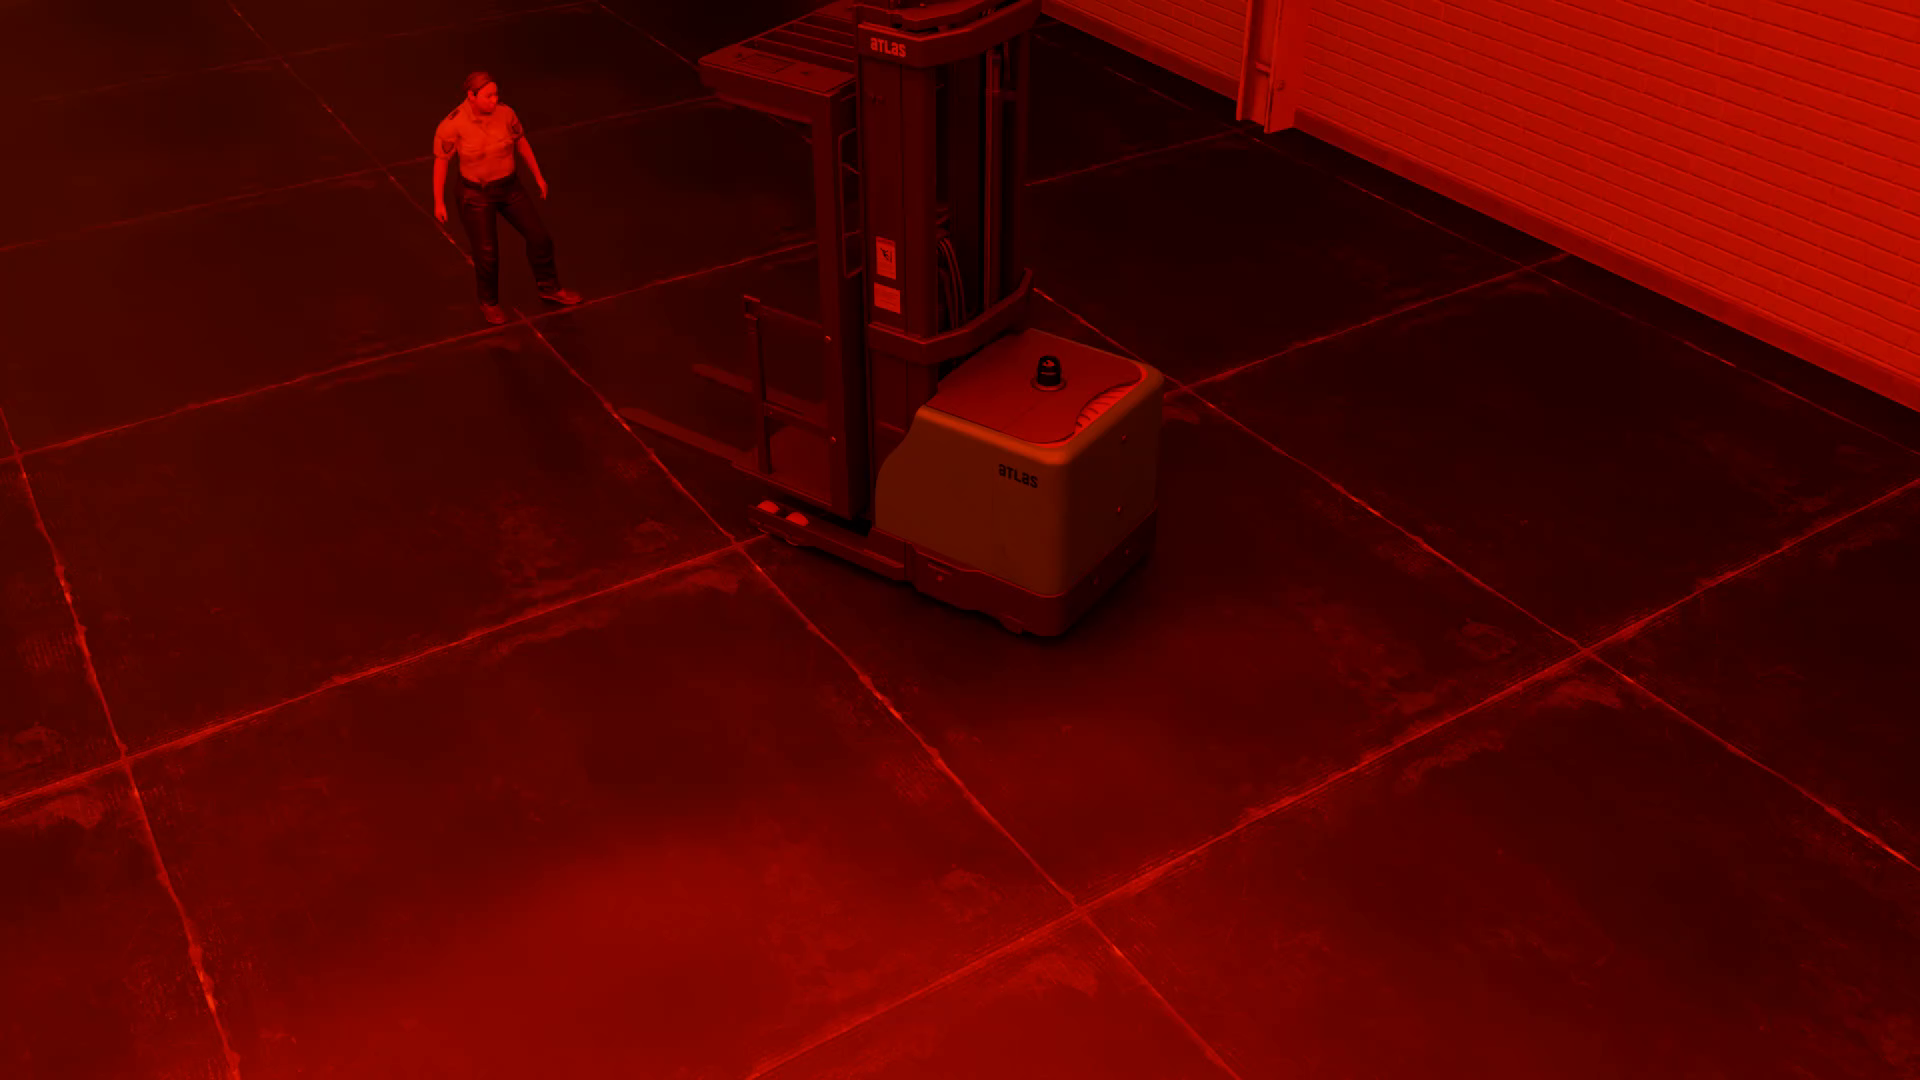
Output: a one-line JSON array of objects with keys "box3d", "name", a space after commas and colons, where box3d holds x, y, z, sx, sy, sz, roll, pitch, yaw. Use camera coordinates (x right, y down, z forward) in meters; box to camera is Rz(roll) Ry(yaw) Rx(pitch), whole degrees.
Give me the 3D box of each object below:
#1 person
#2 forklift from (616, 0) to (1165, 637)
[{"box3d": [-2.876, -2.153, 10.370, 0.797, 1.609, 0.366, -26, 42, -32], "name": "person"}, {"box3d": [-0.500, -1.399, 8.138, 3.031, 2.935, 1.130, 22, 41, 28], "name": "forklift"}]
